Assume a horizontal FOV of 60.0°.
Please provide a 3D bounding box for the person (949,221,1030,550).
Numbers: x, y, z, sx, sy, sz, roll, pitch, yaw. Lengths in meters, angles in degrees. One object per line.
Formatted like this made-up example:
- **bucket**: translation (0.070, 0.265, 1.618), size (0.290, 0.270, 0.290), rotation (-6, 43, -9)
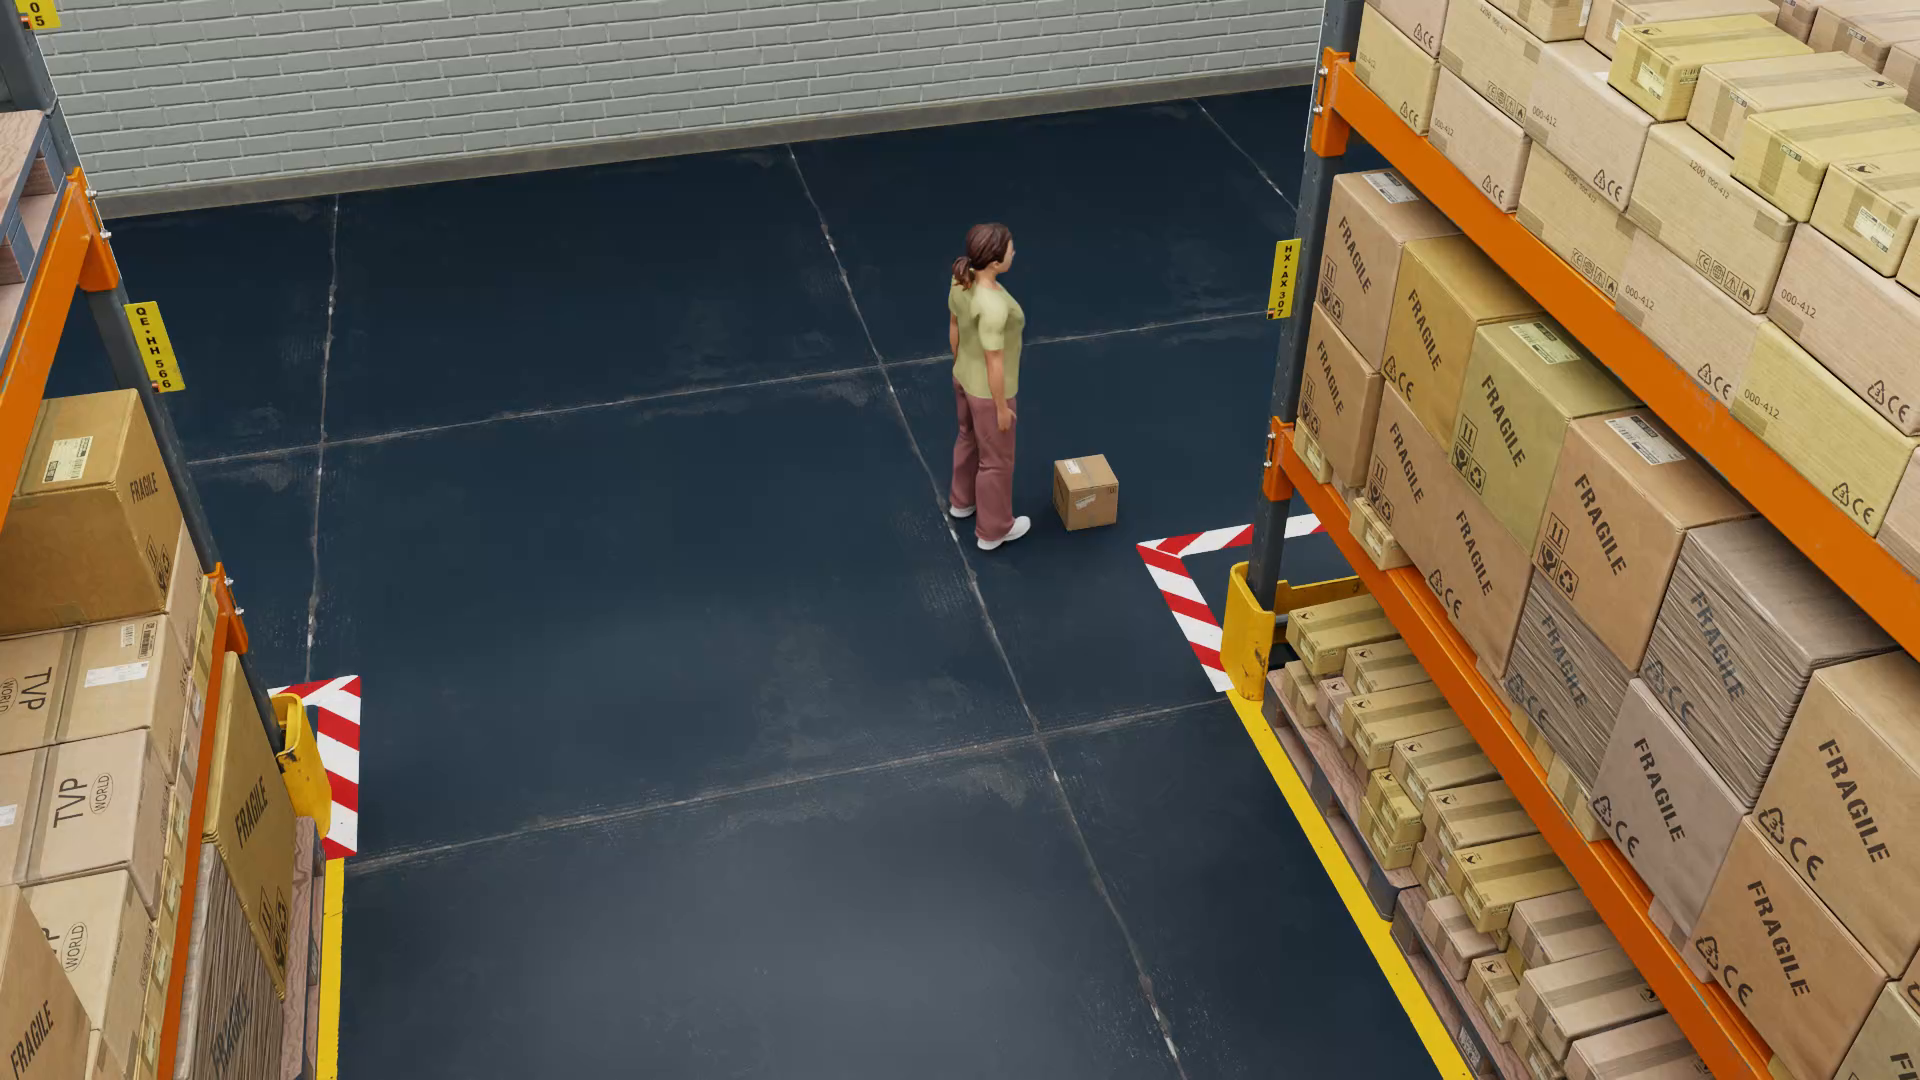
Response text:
- **person**: translation (0.139, -0.704, 7.587), size (0.399, 1.676, 0.478), rotation (-14, 41, -17)
